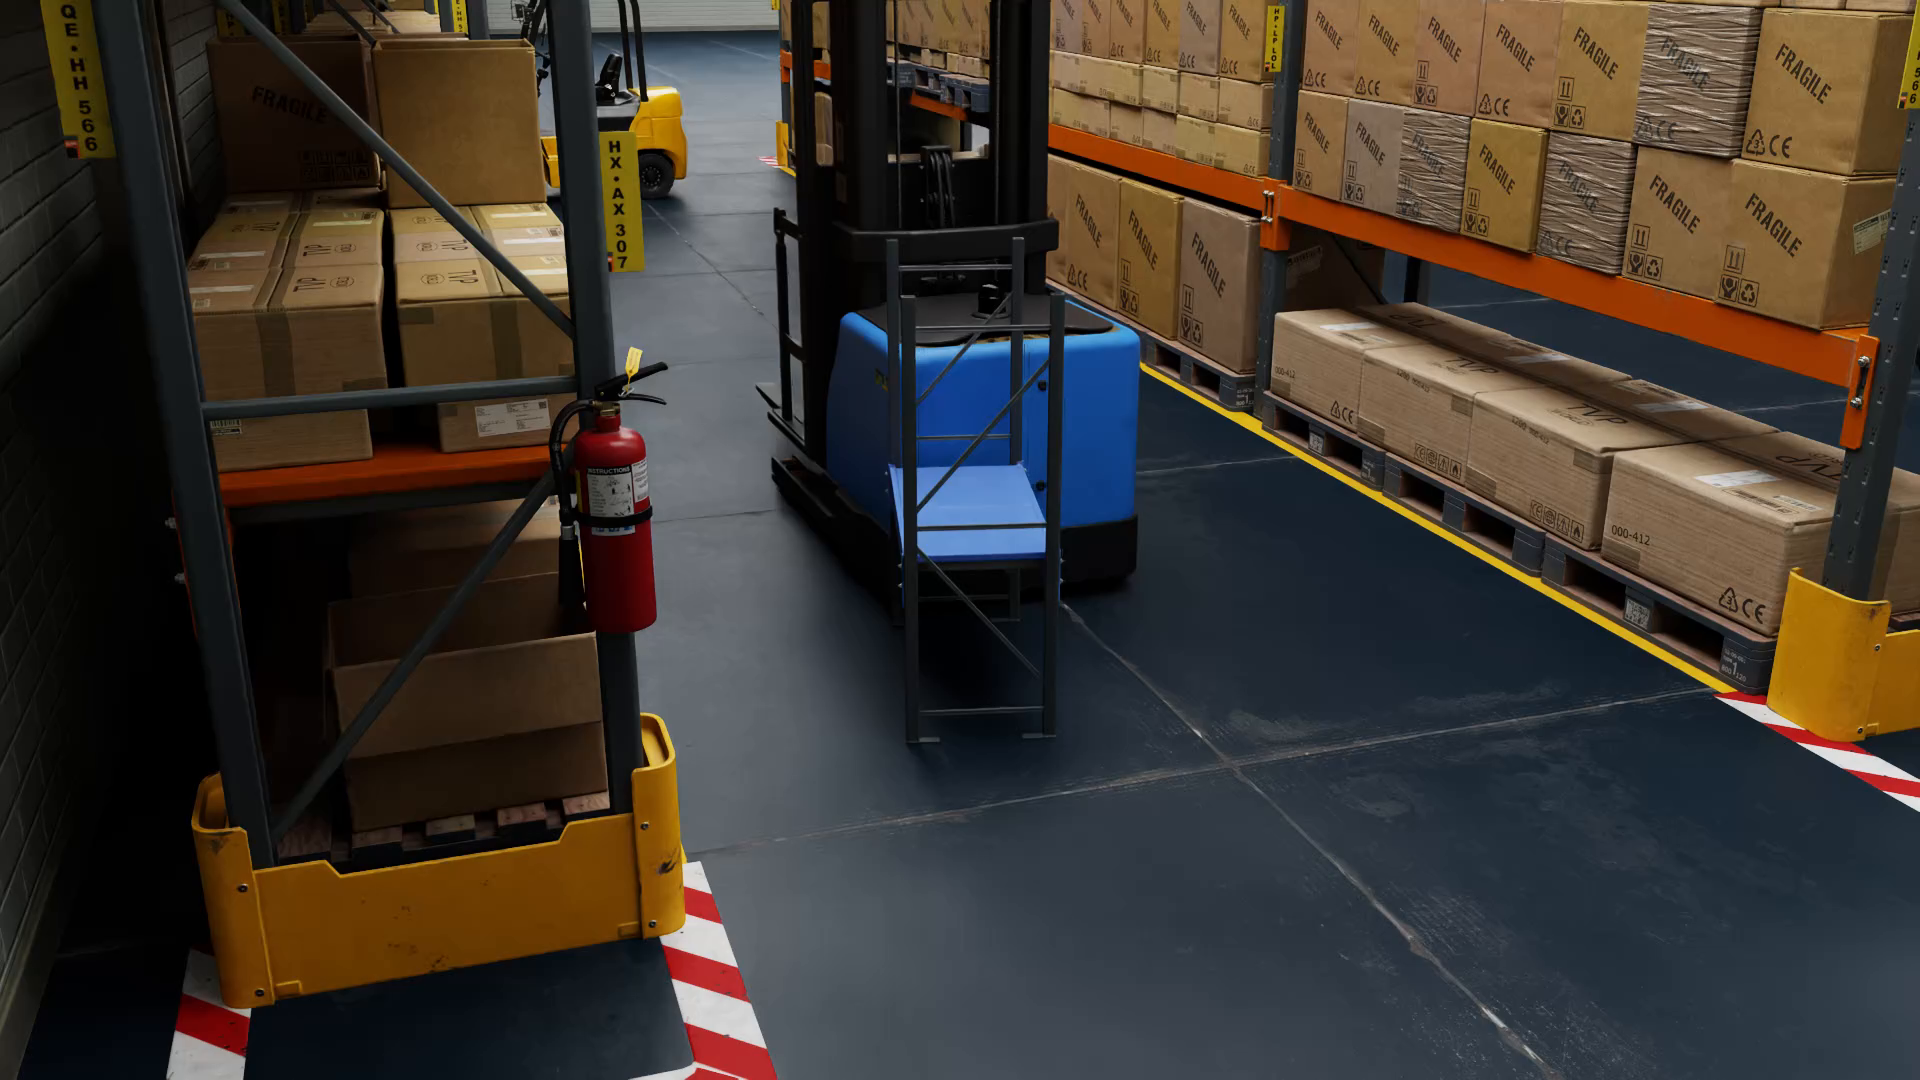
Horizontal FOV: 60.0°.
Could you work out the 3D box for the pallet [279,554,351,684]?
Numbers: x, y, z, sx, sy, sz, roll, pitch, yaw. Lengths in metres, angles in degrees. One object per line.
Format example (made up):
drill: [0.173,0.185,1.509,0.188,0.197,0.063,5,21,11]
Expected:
pallet: [-1.970,0.315,6.228,1.003,0.211,1.213,-6,21,-17]

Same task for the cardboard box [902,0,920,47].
cardboard box: [-0.200,-4.589,14.547,0.500,0.500,0.500,-7,21,-18]

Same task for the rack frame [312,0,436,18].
rack frame: [-5.086,-4.178,14.610,1.000,3.000,0.127,-6,21,-17]

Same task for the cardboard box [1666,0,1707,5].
cardboard box: [2.790,-2.010,5.989,0.380,0.149,0.250,-6,21,-16]

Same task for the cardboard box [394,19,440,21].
cardboard box: [-4.182,-3.960,12.897,0.380,0.149,0.250,-7,21,-19]

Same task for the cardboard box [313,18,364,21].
cardboard box: [-4.829,-3.980,12.951,0.380,0.149,0.250,-7,21,-18]

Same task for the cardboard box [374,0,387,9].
cardboard box: [-5.090,-4.876,15.008,0.380,0.149,0.250,-6,21,-16]

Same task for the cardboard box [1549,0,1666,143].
cardboard box: [2.674,-1.826,6.436,0.500,0.500,0.500,-6,21,-17]

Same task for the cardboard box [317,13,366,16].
cardboard box: [-5.145,-4.303,13.851,0.380,0.149,0.250,-7,21,-19]

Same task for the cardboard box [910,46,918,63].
cardboard box: [-0.229,-4.324,14.767,0.380,0.149,0.250,-6,21,-16]

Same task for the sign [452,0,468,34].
sign: [-3.317,-3.462,11.023,0.100,0.325,0.005,-6,21,-17]

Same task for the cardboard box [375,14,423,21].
cardboard box: [-4.643,-4.279,13.785,0.380,0.149,0.250,-6,21,-17]

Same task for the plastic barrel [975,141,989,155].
plastic barrel: [0.454,-4.275,18.693,0.512,0.421,0.421,8,21,20]

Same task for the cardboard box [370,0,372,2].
cardboard box: [-6.124,-5.489,16.715,0.380,0.149,0.250,-6,21,-15]

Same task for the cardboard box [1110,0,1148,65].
cardboard box: [1.273,-3.268,10.450,0.500,0.500,0.500,-6,21,-16]

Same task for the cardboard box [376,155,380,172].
cardboard box: [-2.508,-1.332,6.469,0.500,0.250,0.500,-7,21,-18]

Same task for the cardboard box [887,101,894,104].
cardboard box: [-0.978,-4.287,17.252,0.500,0.500,0.500,-6,21,-16]

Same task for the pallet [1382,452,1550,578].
pallet: [2.691,-0.182,7.611,1.003,0.211,1.213,-6,21,-17]

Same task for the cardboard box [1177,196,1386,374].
cardboard box: [1.868,-1.527,9.753,0.875,0.875,0.875,-6,21,-16]

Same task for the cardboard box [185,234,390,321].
cardboard box: [-1.872,-0.681,4.657,0.500,0.250,0.500,-6,21,-17]

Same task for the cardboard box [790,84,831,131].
cardboard box: [-1.634,-4.951,19.099,0.500,0.500,0.500,-7,21,-19]

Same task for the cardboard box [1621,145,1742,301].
cardboard box: [2.850,-1.192,6.149,0.500,0.500,0.500,-7,21,-18]

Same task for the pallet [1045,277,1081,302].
pallet: [1.058,-1.849,12.253,1.003,0.211,1.213,-6,21,-17]

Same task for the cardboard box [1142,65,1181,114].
cardboard box: [1.437,-2.744,10.102,0.500,0.250,0.500,-6,21,-16]

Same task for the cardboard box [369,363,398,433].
cardboard box: [-1.695,-0.374,4.393,0.380,0.149,0.250,-6,21,-16]

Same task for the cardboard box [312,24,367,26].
cardboard box: [-4.487,-3.654,12.046,0.380,0.149,0.250,-7,21,-18]

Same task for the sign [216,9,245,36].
sign: [-3.098,-2.095,7.099,0.100,0.325,0.005,-6,21,-17]

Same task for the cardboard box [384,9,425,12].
cardboard box: [-4.937,-4.660,14.846,0.380,0.149,0.250,-7,21,-18]

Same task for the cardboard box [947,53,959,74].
cardboard box: [0.109,-3.905,13.602,0.380,0.149,0.250,-6,21,-16]

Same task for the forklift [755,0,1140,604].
forklift: [-0.269,-1.592,7.513,1.130,2.935,3.031,-7,21,-20]

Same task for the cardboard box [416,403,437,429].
cardboard box: [-1.281,-0.420,4.520,0.380,0.149,0.250,-6,21,-16]

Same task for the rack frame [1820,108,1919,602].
rack frame: [3.396,-0.855,5.360,1.000,3.000,0.127,-6,21,-17]

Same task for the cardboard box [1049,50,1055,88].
cardboard box: [0.807,-3.398,11.923,0.500,0.250,0.500,-7,21,-18]

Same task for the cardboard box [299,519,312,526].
cardboard box: [-2.589,-0.305,7.186,0.500,0.311,0.500,-6,21,-15]

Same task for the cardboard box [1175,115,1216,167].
cardboard box: [1.600,-2.349,9.741,0.500,0.250,0.500,-7,21,-18]

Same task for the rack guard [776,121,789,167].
rack guard: [-1.609,-4.789,20.010,1.175,0.500,0.348,-6,21,-17]

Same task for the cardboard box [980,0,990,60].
cardboard box: [0.475,-3.924,12.694,0.500,0.500,0.500,-7,21,-19]

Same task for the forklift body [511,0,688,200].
forklift body: [-4.016,-4.647,17.173,2.313,2.155,1.214,-6,21,-17]

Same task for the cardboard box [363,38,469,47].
cardboard box: [-2.921,-2.452,9.037,0.700,0.500,0.500,-6,21,-17]

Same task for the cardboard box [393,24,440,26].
cardboard box: [-3.934,-3.628,11.972,0.380,0.149,0.250,-6,21,-17]

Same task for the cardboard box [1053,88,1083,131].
cardboard box: [0.975,-3.005,11.568,0.500,0.250,0.500,-7,21,-19]

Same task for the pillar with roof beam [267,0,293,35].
pillar with roof beam: [-2.894,-8.423,17.554,9.100,9.000,0.400,-6,21,-17]

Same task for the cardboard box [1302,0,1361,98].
cardboard box: [2.059,-2.478,8.251,0.500,0.500,0.500,-6,21,-17]

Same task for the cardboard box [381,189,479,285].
cardboard box: [-1.704,-1.056,5.702,0.500,0.250,0.500,-7,21,-19]

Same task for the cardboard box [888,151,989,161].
cardboard box: [-0.208,-3.499,15.987,0.950,0.372,0.625,-6,21,-17]

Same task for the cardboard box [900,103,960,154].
cardboard box: [-0.305,-4.181,16.956,0.500,0.500,0.500,-5,20,-15]

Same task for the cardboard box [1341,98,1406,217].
cardboard box: [2.192,-1.846,7.970,0.500,0.500,0.500,-6,21,-17]

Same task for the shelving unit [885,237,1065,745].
shelving unit: [0.027,-0.210,5.782,0.538,1.500,1.048,-2,20,-5]

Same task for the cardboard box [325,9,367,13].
cardboard box: [-5.431,-4.606,14.695,0.380,0.149,0.250,-7,21,-18]

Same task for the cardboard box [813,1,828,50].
cardboard box: [-1.252,-5.504,17.714,0.500,0.500,0.500,-7,21,-18]

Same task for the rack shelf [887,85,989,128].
rack shelf: [0.253,-3.726,14.416,1.077,0.370,4.000,-6,21,-17]

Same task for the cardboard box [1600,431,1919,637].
cardboard box: [3.094,-0.048,6.283,0.875,0.438,0.875,-7,21,-19]
